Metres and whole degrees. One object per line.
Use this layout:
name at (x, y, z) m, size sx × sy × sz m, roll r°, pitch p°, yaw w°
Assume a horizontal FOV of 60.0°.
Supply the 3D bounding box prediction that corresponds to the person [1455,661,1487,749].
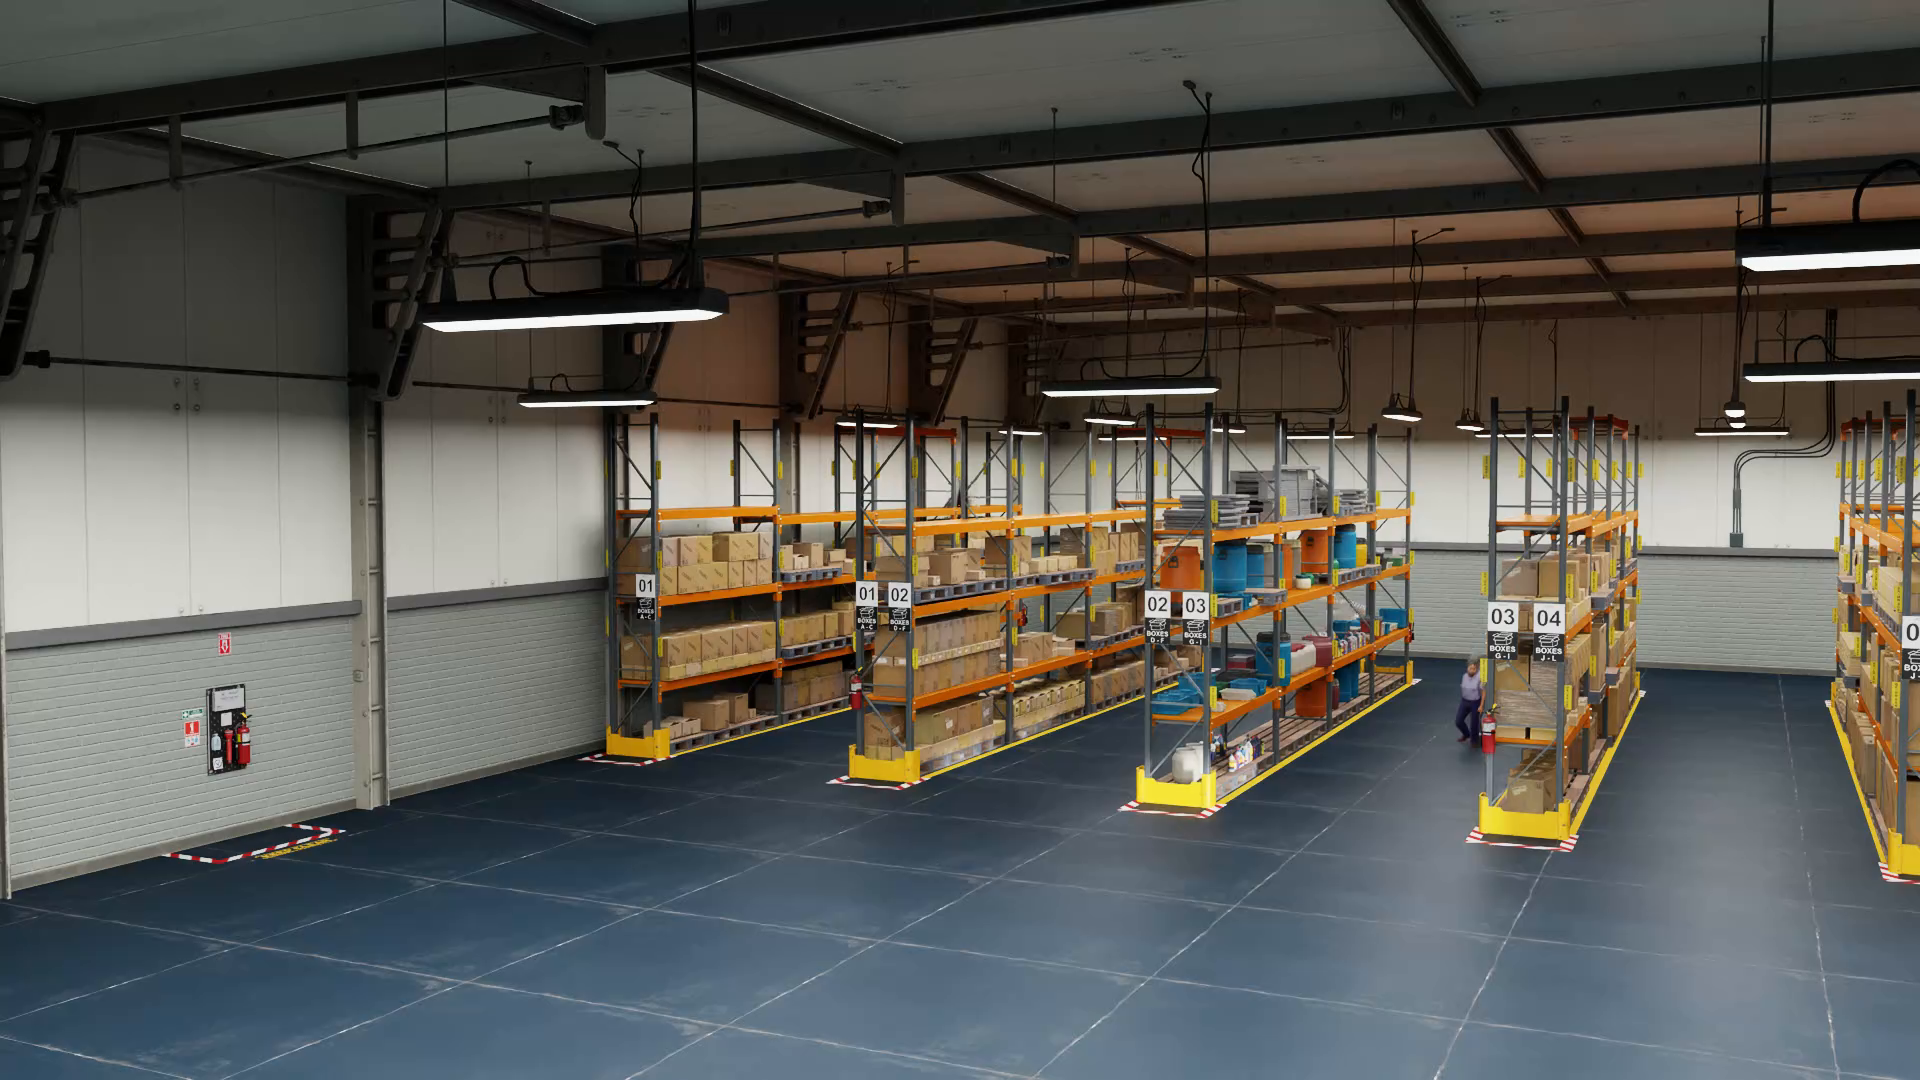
person at (9.182, 2.956, 29.835) m, size 0.642 × 1.603 × 0.539 m, roll 2°, pitch 3°, yaw 42°

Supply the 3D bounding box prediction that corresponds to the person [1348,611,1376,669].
person at (9.962, 2.449, 41.344) m, size 0.652 × 1.571 × 1.115 m, roll -2°, pitch 3°, yaw -40°

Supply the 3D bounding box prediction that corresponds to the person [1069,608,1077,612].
person at (2.647, 2.480, 39.224) m, size 0.689 × 1.744 × 0.652 m, roll 1°, pitch 3°, yaw 26°
